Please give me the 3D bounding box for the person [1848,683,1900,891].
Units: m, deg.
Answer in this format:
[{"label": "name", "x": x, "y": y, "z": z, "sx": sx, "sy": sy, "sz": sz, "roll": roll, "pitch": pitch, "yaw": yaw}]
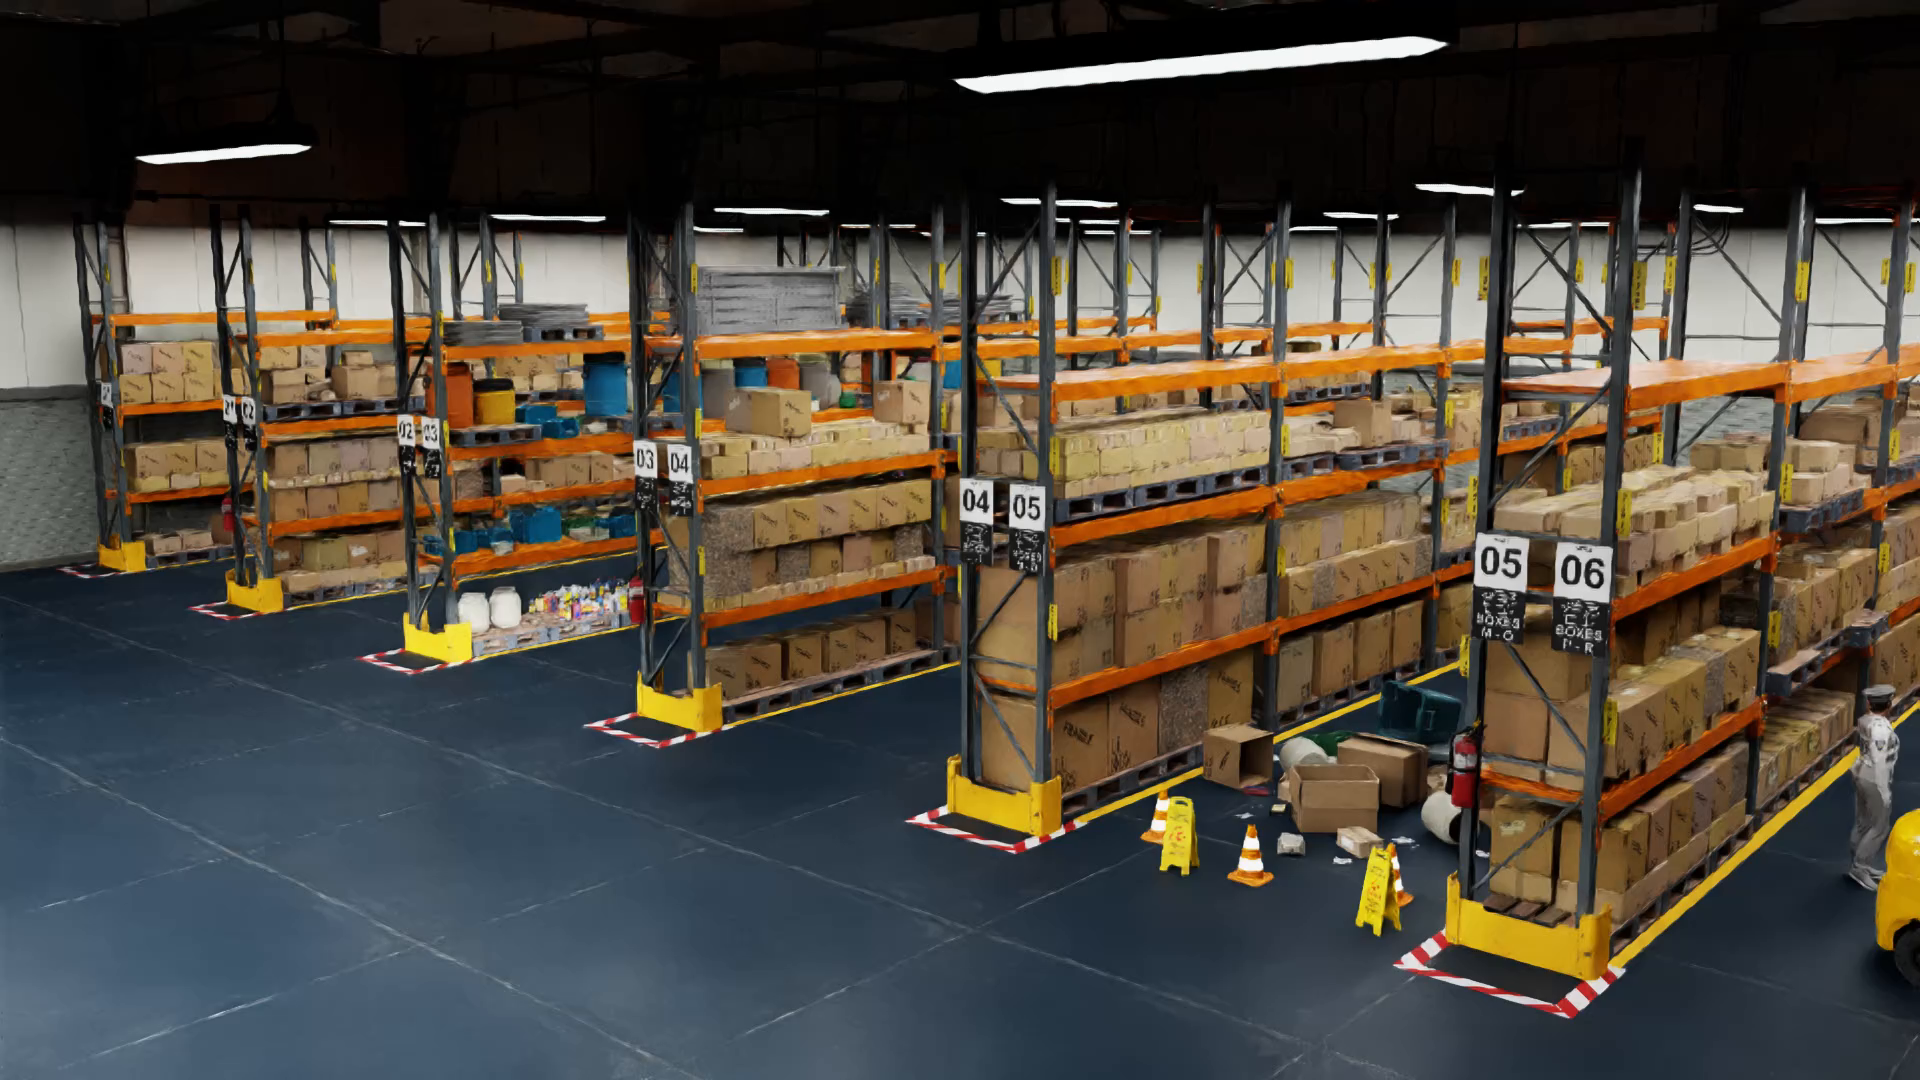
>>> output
[{"label": "person", "x": 7.677, "y": 2.064, "z": 13.968, "sx": 0.359, "sy": 1.723, "sz": 0.530, "roll": 2, "pitch": 10, "yaw": 12}]
